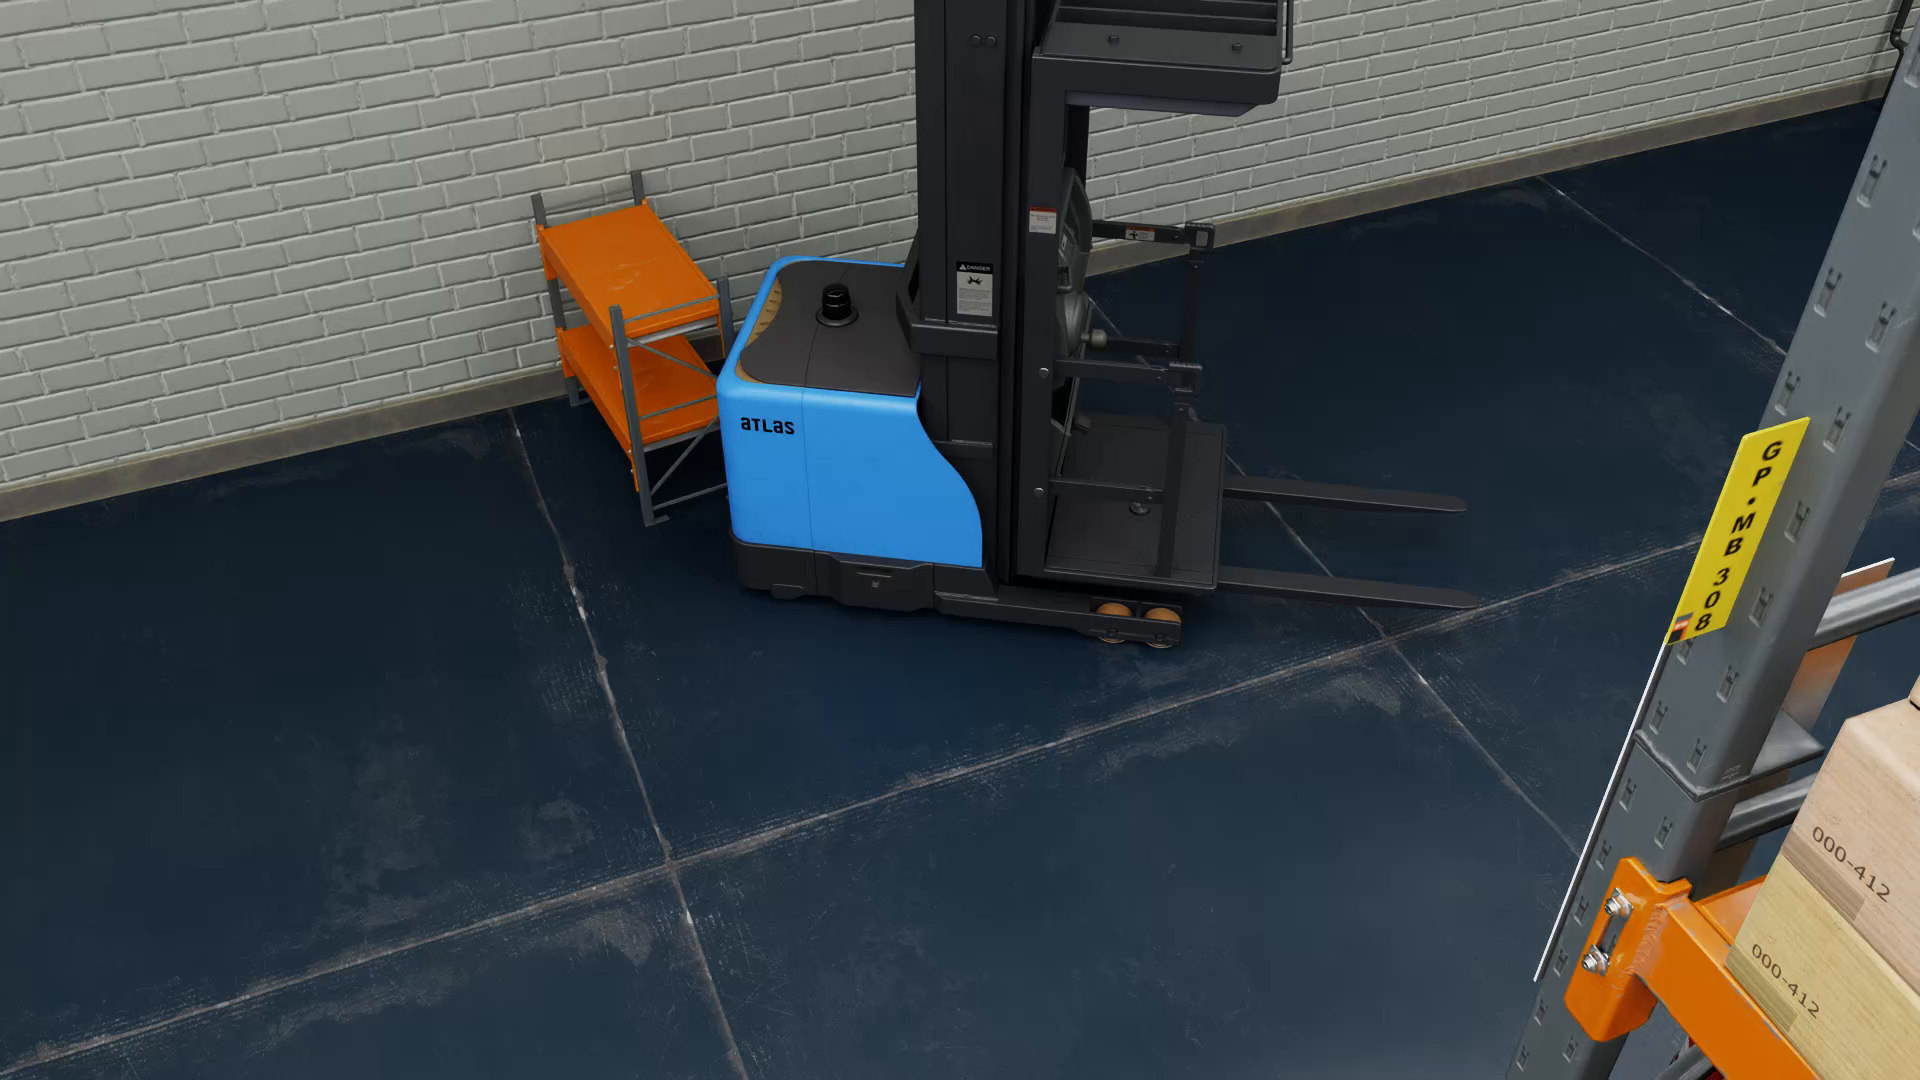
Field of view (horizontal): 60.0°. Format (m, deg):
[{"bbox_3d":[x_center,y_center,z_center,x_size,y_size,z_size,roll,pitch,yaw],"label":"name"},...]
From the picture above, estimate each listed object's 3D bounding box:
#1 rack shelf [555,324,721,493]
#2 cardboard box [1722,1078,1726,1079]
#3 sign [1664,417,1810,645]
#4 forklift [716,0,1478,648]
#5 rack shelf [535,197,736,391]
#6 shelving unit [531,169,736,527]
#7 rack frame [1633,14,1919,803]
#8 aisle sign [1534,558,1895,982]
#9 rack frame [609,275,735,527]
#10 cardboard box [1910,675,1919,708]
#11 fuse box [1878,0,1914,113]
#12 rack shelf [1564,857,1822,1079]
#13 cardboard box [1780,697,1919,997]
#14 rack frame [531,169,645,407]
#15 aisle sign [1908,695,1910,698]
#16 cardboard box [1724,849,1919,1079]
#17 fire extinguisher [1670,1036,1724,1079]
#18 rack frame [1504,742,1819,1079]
[{"bbox_3d":[-1.411,-0.675,7.547,0.538,0.278,1.000,-19,44,-21],"label":"rack shelf"},{"bbox_3d":[1.353,1.135,2.558,0.500,0.500,0.500,-15,43,-17],"label":"cardboard box"},{"bbox_3d":[0.926,-0.005,1.984,0.100,0.325,0.005,-15,43,-17],"label":"sign"},{"bbox_3d":[0.615,-1.047,6.220,3.031,2.935,1.130,6,41,7],"label":"forklift"},{"bbox_3d":[-1.411,-1.082,7.197,0.538,0.278,1.000,-19,44,-21],"label":"rack shelf"},{"bbox_3d":[-1.411,-0.861,7.388,0.538,1.125,1.048,-19,44,-21],"label":"shelving unit"},{"bbox_3d":[1.427,-0.946,1.449,1.000,3.000,0.127,-15,43,-17],"label":"rack frame"},{"bbox_3d":[1.122,0.374,2.521,0.394,0.787,0.004,-15,43,-17],"label":"aisle sign"},{"bbox_3d":[-1.169,-0.569,7.049,0.500,1.125,0.032,-19,44,-21],"label":"rack frame"},{"bbox_3d":[1.340,0.159,1.890,0.380,0.149,0.250,-15,43,-17],"label":"cardboard box"},{"bbox_3d":[5.779,-3.306,9.782,0.539,1.711,0.414,-15,43,-17],"label":"fuse box"},{"bbox_3d":[2.192,1.669,1.260,1.077,0.370,4.000,-15,43,-17],"label":"rack shelf"},{"bbox_3d":[1.359,0.394,1.923,0.500,0.250,0.500,-14,43,-16],"label":"cardboard box"},{"bbox_3d":[-1.653,-1.152,7.727,0.500,1.125,0.032,-19,44,-21],"label":"rack frame"},{"bbox_3d":[1.676,0.224,2.695,0.394,0.787,0.004,-15,43,-17],"label":"aisle sign"},{"bbox_3d":[1.363,0.582,2.087,0.500,0.250,0.500,-14,43,-15],"label":"cardboard box"},{"bbox_3d":[1.757,1.232,3.862,0.296,0.674,0.183,-15,43,-17],"label":"fire extinguisher"},{"bbox_3d":[1.427,1.328,3.405,1.000,3.000,0.127,-15,43,-17],"label":"rack frame"}]
